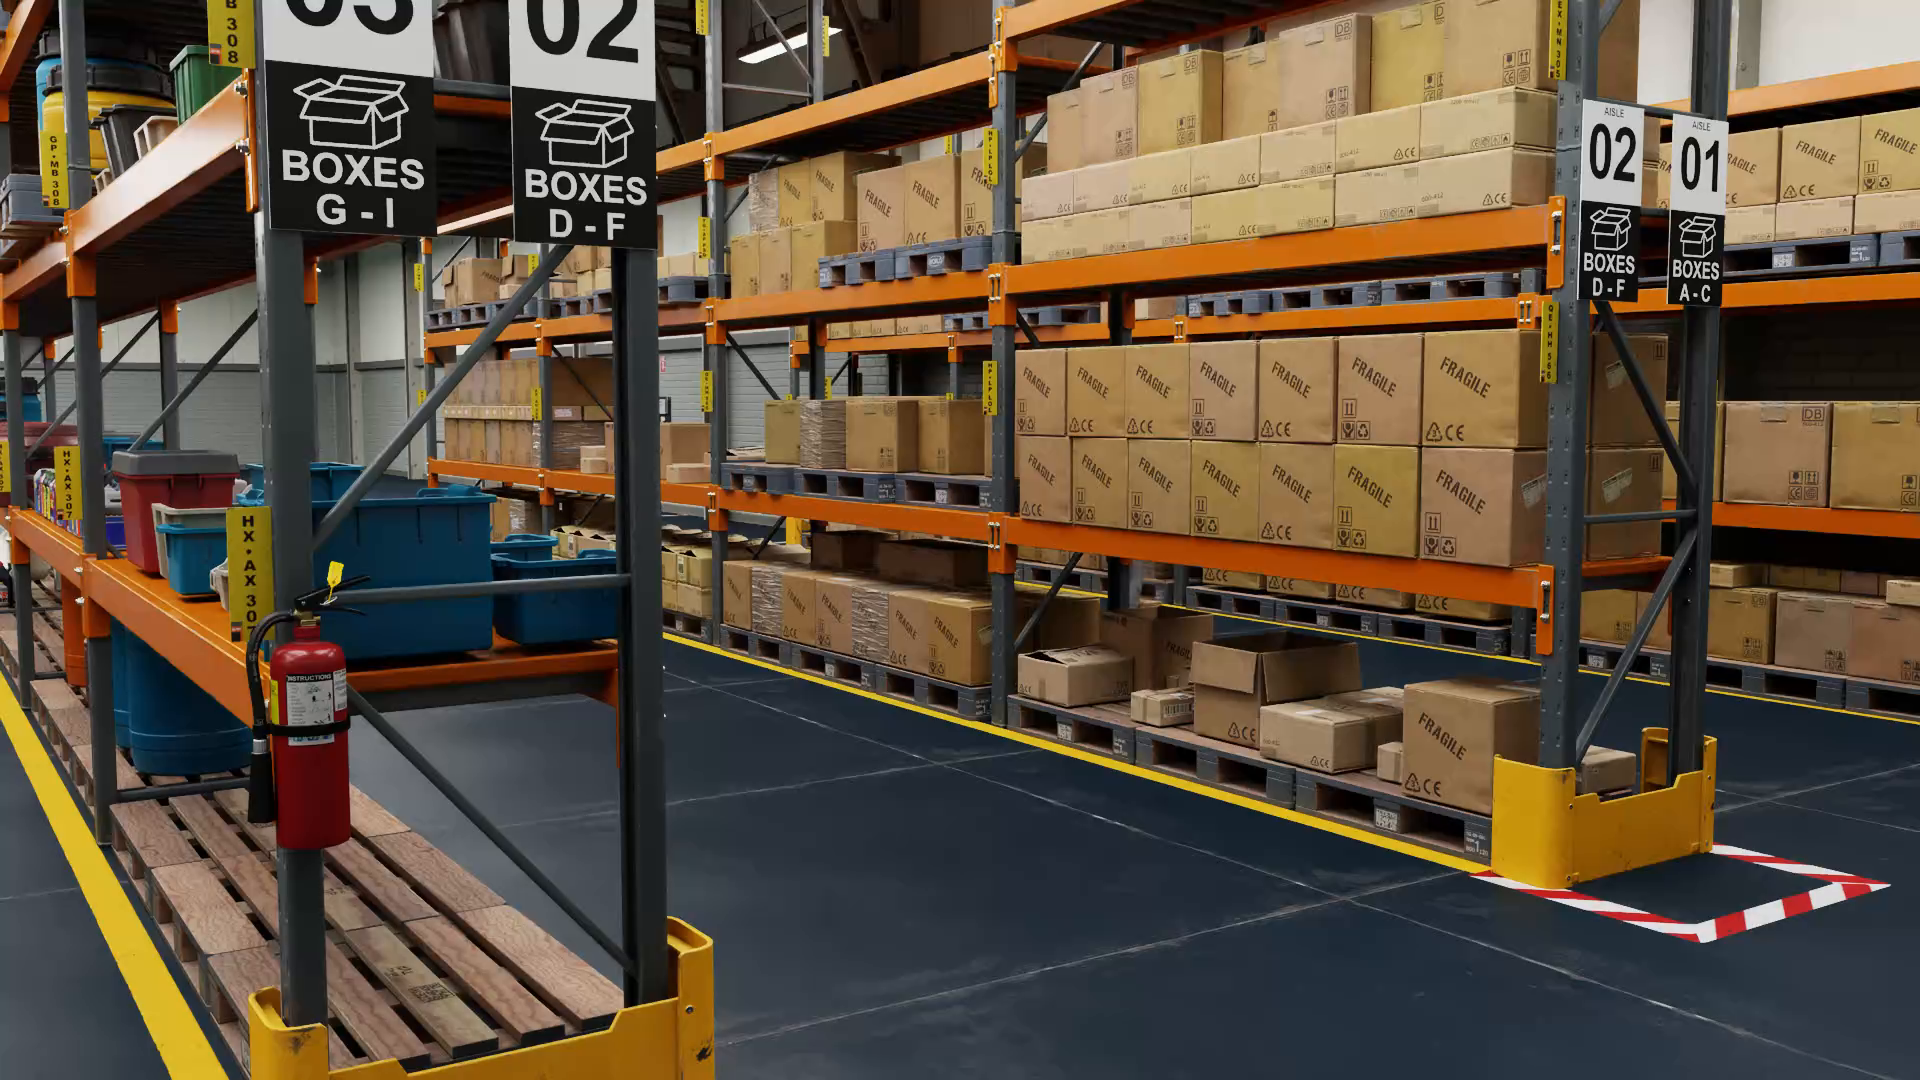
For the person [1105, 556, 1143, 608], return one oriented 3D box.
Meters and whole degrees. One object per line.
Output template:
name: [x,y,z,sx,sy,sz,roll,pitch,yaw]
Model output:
person: [1.426,-0.028,14.433,0.427,1.655,0.517,-4,6,-36]
